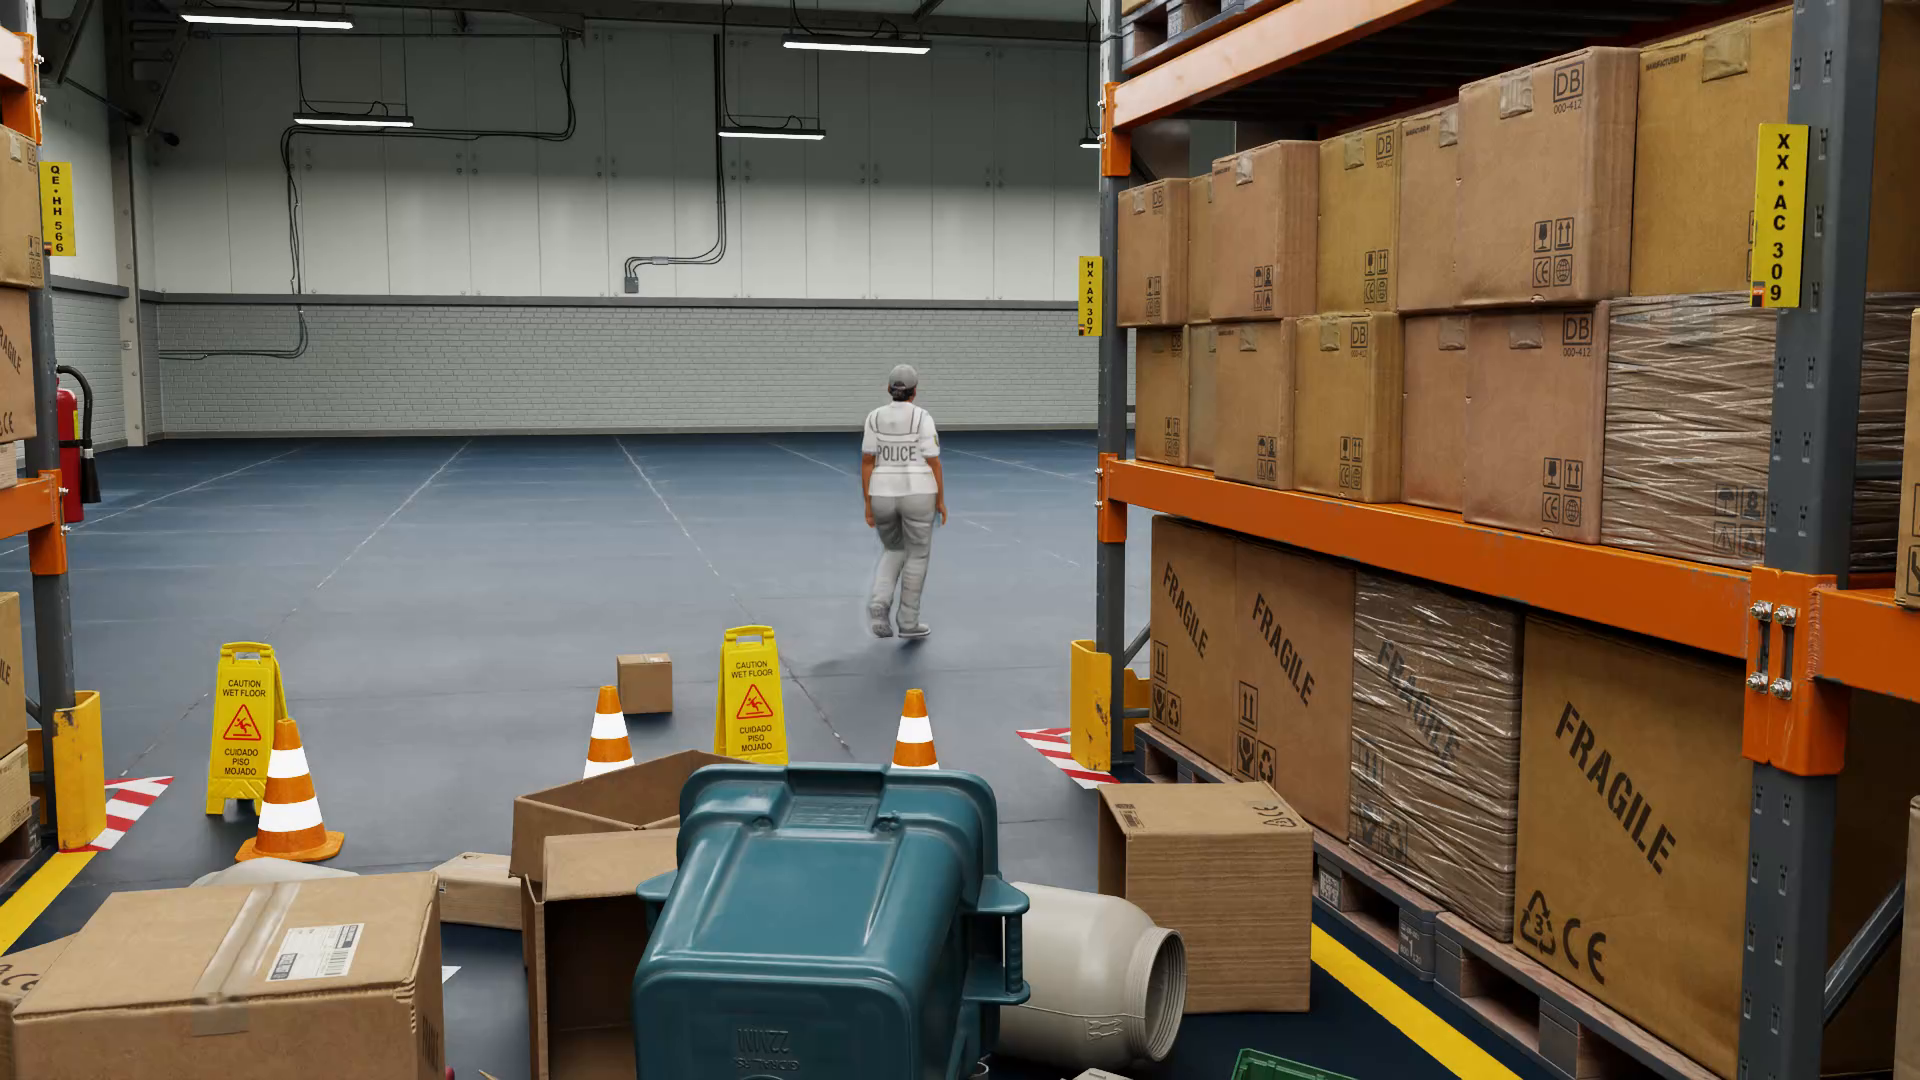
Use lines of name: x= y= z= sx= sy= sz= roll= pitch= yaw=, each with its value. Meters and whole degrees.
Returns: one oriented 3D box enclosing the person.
person: x=-0.324 y=-0.224 z=10.131 sx=0.481 sy=1.680 sz=0.455 roll=3 pitch=7 yaw=24
